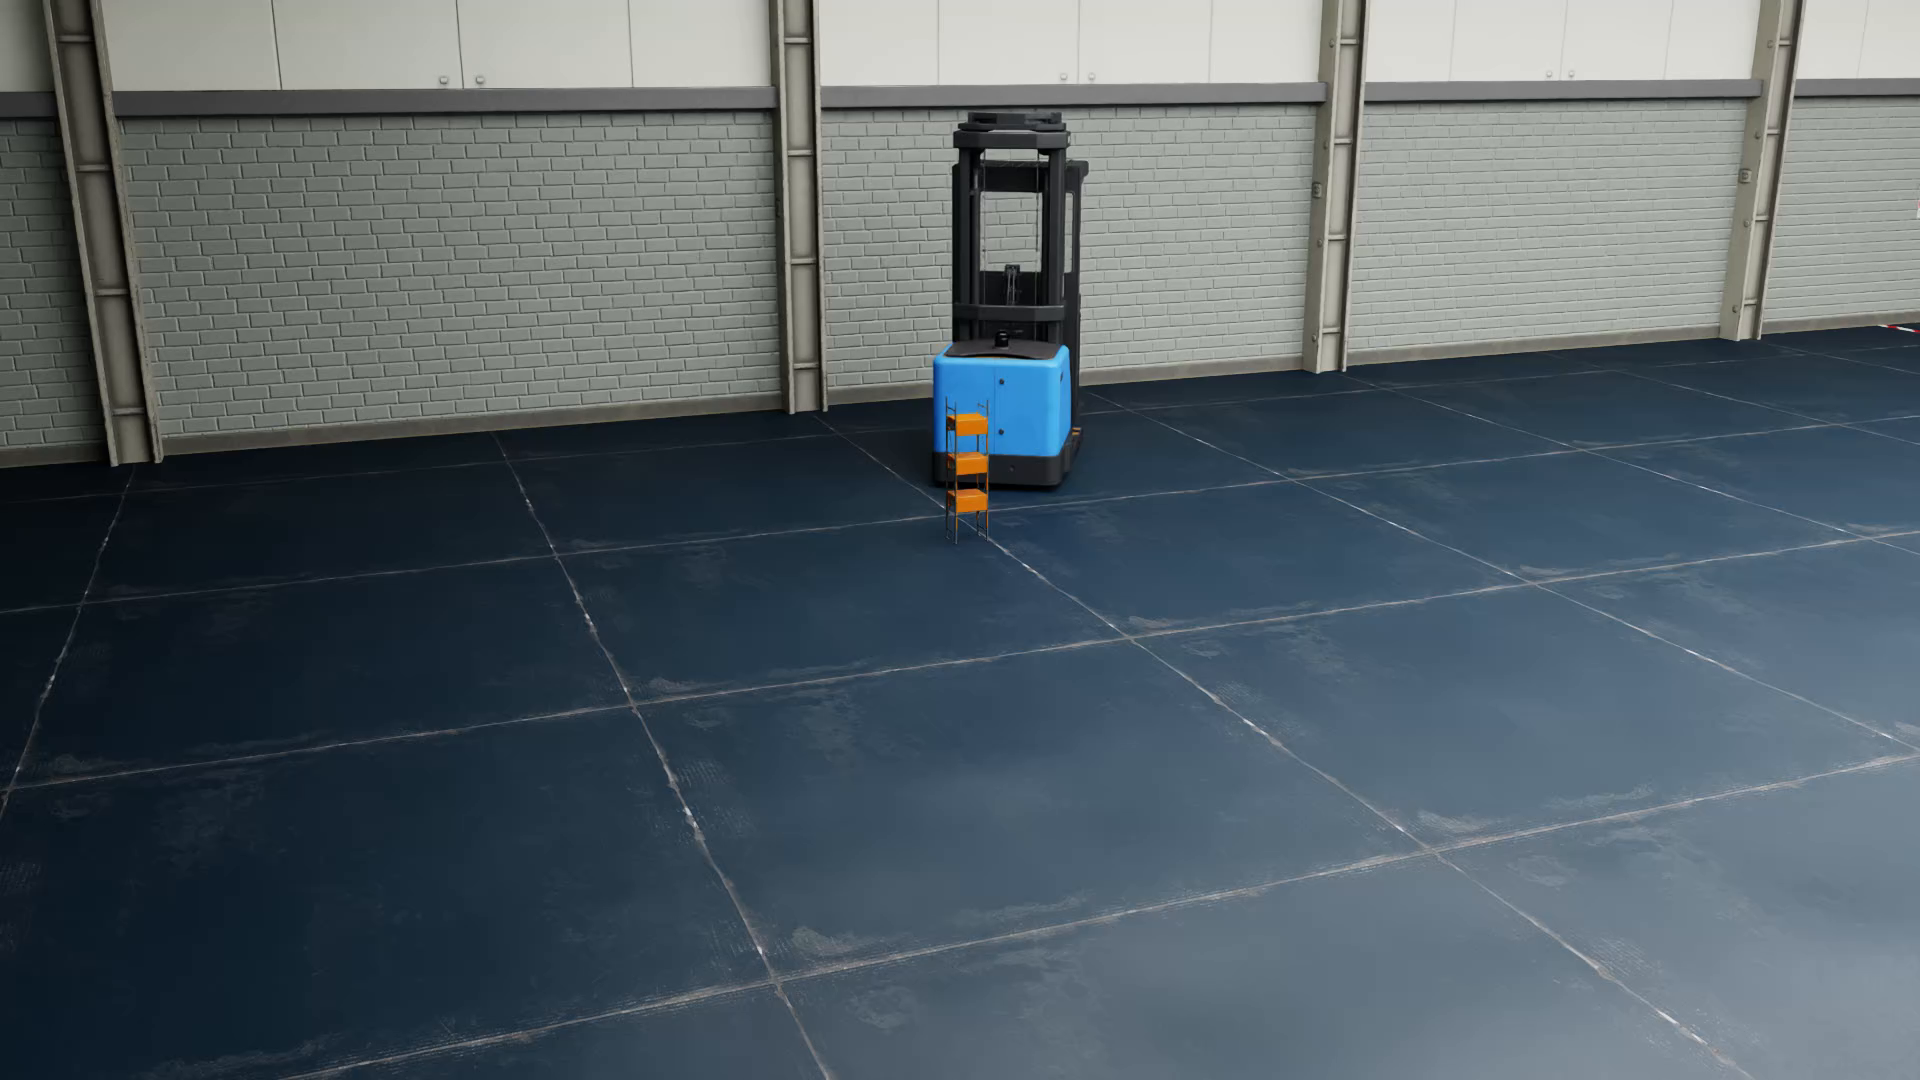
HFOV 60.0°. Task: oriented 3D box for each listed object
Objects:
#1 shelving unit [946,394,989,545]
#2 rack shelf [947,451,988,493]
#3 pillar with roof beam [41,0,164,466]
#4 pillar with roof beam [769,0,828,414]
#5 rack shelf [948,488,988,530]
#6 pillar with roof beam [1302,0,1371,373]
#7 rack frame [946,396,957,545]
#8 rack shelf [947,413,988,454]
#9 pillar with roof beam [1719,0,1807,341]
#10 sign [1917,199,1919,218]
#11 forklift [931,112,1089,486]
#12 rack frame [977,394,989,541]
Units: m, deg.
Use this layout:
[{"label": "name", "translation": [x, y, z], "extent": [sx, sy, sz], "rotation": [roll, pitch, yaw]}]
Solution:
[{"label": "shelving unit", "translation": [0.050, -0.509, 11.969], "extent": [0.252, 1.050, 0.215], "rotation": [-6, 17, -20]}, {"label": "rack shelf", "translation": [0.050, -0.499, 11.972], "extent": [0.240, 0.259, 0.215], "rotation": [-6, 17, -20]}, {"label": "pillar with roof beam", "translation": [-5.605, -3.875, 9.322], "extent": [0.400, 9.000, 9.100], "rotation": [-6, 17, -20]}, {"label": "pillar with roof beam", "translation": [-0.003, -4.480, 11.381], "extent": [0.400, 9.000, 9.100], "rotation": [-6, 17, -20]}, {"label": "rack shelf", "translation": [0.050, -0.232, 12.050], "extent": [0.240, 0.259, 0.215], "rotation": [-6, 17, -20]}, {"label": "pillar with roof beam", "translation": [5.600, -5.084, 13.441], "extent": [0.400, 9.000, 9.100], "rotation": [-6, 17, -20]}, {"label": "rack frame", "translation": [-0.064, -0.497, 11.927], "extent": [0.008, 1.050, 0.200], "rotation": [-6, 17, -20]}, {"label": "rack shelf", "translation": [0.050, -0.771, 11.892], "extent": [0.240, 0.259, 0.215], "rotation": [-6, 17, -20]}, {"label": "pillar with roof beam", "translation": [11.203, -5.689, 15.501], "extent": [0.400, 9.000, 9.100], "rotation": [-6, 17, -20]}, {"label": "sign", "translation": [12.391, -4.298, 21.347], "extent": [0.234, 0.329, 0.001], "rotation": [-6, 17, -20]}, {"label": "forklift", "translation": [0.515, -2.212, 14.429], "extent": [1.130, 2.935, 3.031], "rotation": [3, 17, 9]}, {"label": "rack frame", "translation": [0.164, -0.521, 12.011], "extent": [0.008, 1.050, 0.200], "rotation": [-6, 17, -20]}]
